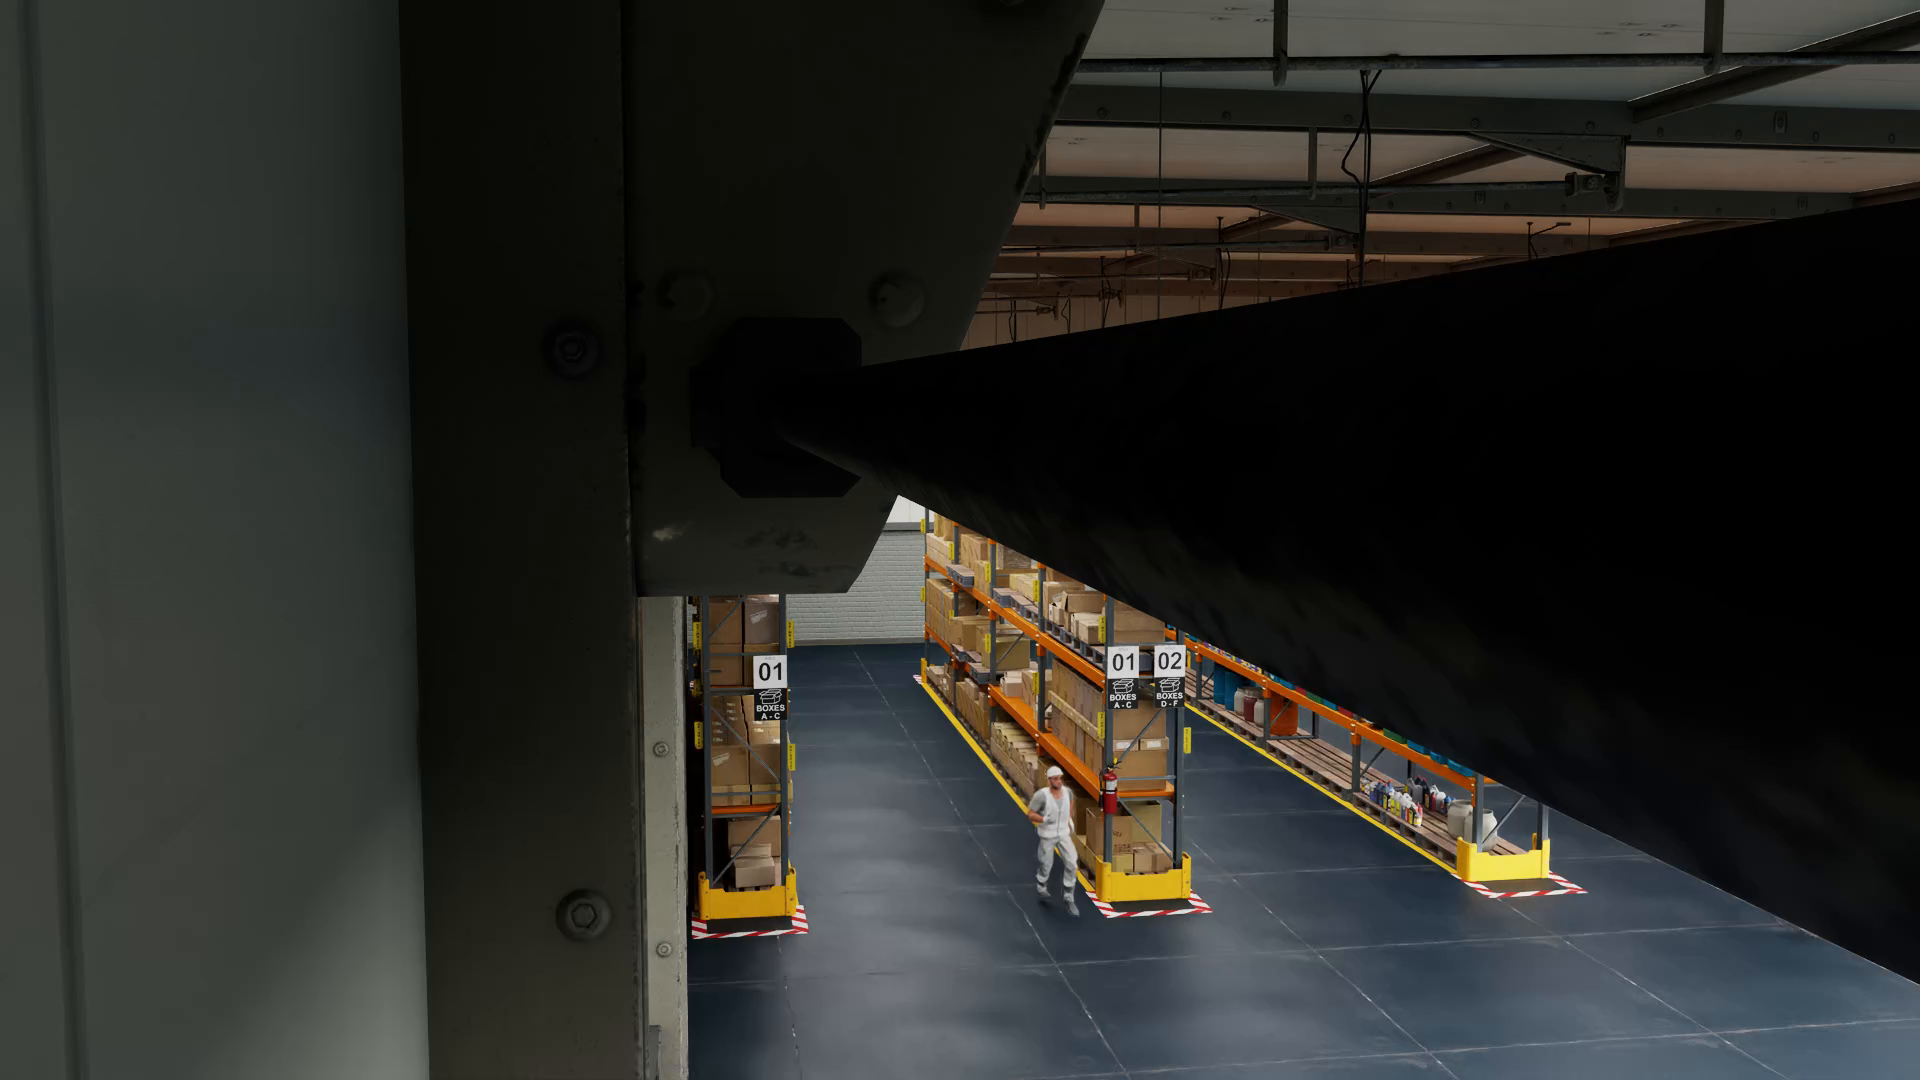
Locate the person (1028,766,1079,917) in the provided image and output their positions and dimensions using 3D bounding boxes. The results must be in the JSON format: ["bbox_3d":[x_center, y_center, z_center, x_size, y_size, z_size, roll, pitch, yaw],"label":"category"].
[{"bbox_3d":[1.138,3.653,20.393,0.685,1.813,0.808,-2,5,-18],"label":"person"}]
